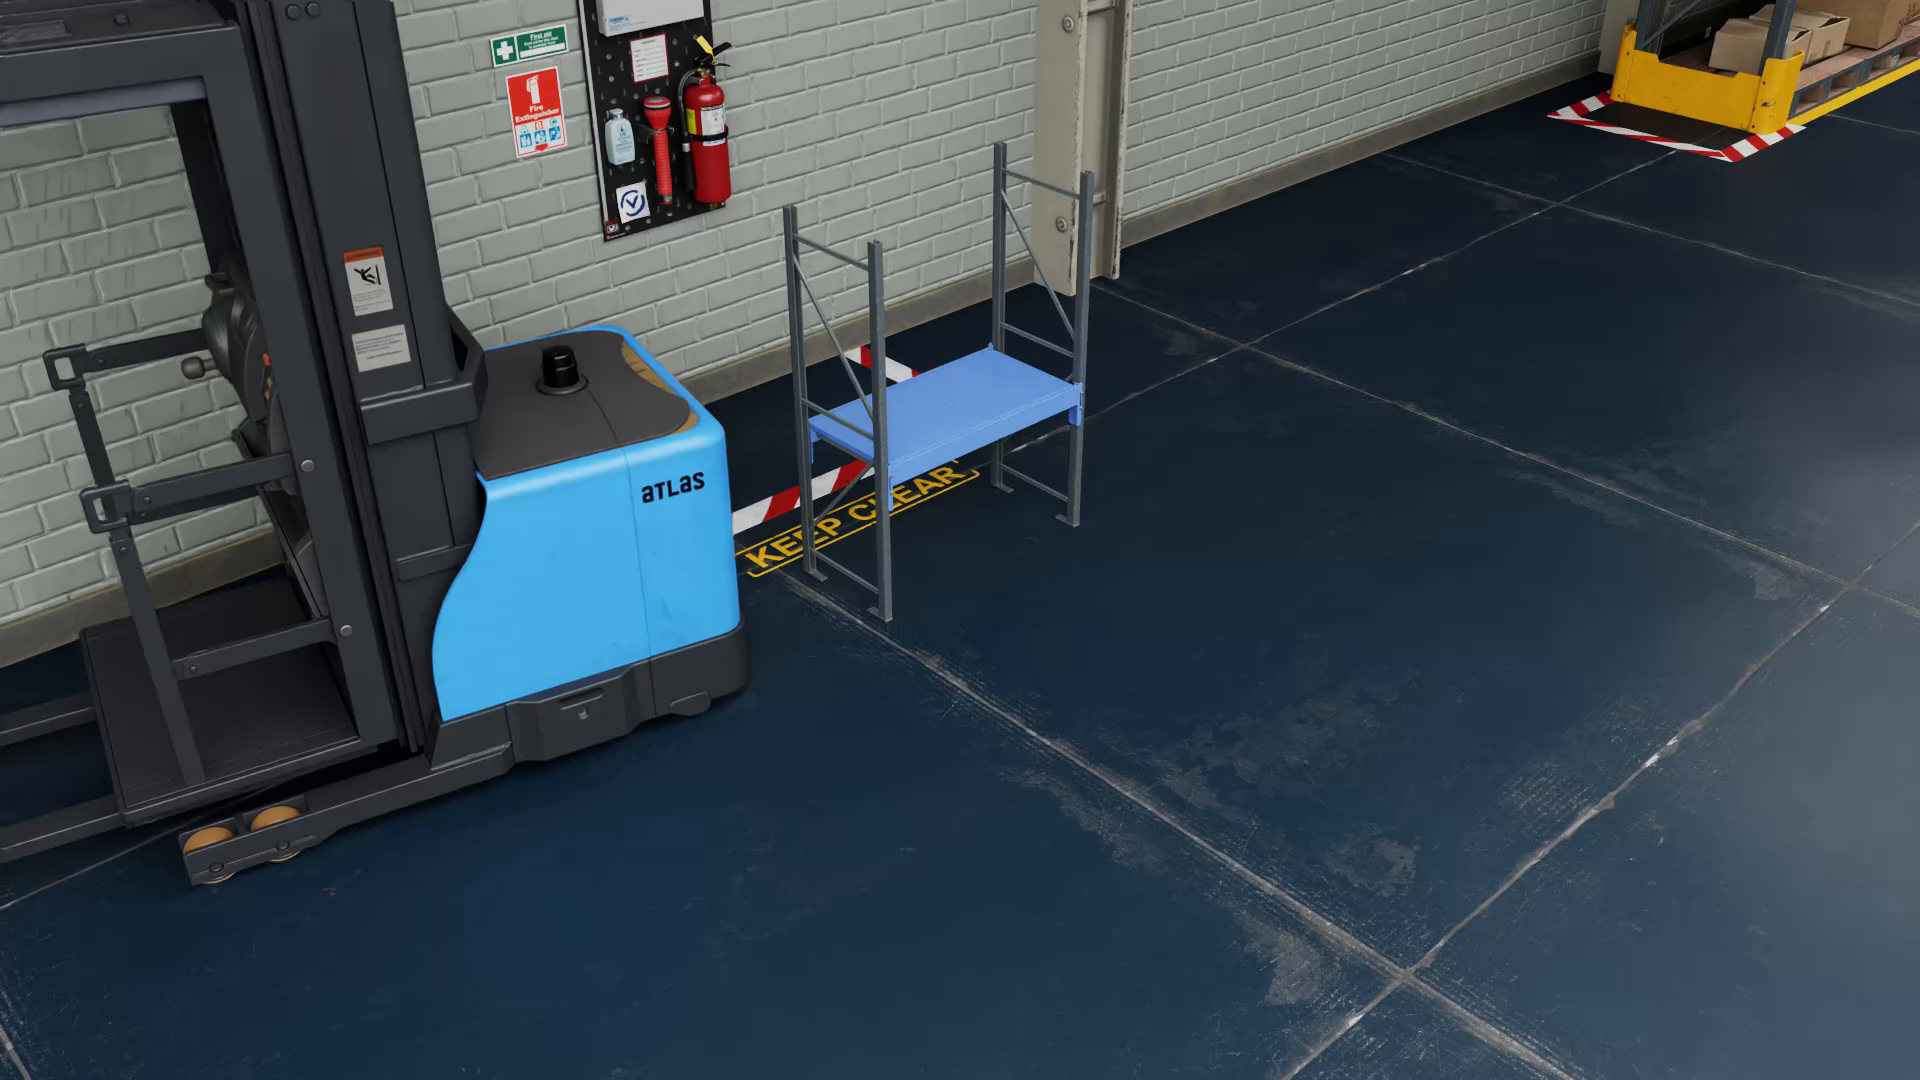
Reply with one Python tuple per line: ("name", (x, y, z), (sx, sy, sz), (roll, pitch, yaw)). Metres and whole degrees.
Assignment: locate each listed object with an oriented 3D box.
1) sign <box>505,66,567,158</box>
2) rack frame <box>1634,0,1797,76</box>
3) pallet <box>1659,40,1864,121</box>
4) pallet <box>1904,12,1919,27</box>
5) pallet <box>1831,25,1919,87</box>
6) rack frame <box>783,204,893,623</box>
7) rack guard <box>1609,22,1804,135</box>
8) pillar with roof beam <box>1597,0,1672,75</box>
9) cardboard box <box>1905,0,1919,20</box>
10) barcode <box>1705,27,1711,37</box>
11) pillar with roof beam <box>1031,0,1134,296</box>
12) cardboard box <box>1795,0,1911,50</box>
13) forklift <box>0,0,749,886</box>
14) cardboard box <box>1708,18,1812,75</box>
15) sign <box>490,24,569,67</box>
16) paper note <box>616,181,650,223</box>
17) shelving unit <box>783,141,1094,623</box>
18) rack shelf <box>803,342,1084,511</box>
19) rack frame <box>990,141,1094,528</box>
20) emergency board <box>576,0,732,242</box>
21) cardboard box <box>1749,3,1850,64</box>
("sign", (-1.687, -1.706, 6.630), (0.234, 0.329, 0.001), (-26, 40, -35))
("rack frame", (5.101, -4.258, 10.839), (0.127, 3.000, 1.000), (-26, 40, -35))
("pallet", (5.777, -3.370, 12.060), (1.213, 0.211, 1.003), (-26, 40, -35))
("pallet", (7.566, -4.236, 13.475), (1.213, 0.211, 1.003), (-26, 40, -35))
("pallet", (6.671, -3.801, 12.764), (1.213, 0.211, 1.003), (-26, 40, -35))
("rack frame", (-0.435, -0.429, 6.014), (0.032, 1.500, 0.500), (-26, 40, -35))
("rack guard", (5.157, -3.219, 11.535), (0.348, 0.500, 1.175), (-26, 40, -35))
("pillar with roof beam", (7.954, -5.750, 7.528), (0.400, 9.000, 9.100), (-26, 40, -35))
("cardboard box", (7.301, -4.415, 13.069), (0.500, 0.500, 0.500), (26, 40, 35))
("barcode", (5.411, -3.673, 12.029), (0.075, 0.075, 0.001), (-26, 40, -35))
("pillar with roof beam", (3.554, -3.622, 4.047), (0.400, 9.000, 9.100), (-26, 40, -35))
("cardboard box", (6.660, -4.034, 12.446), (0.700, 0.500, 0.500), (26, 40, 36))
("forklift", (-2.272, -0.525, 4.799), (3.031, 2.935, 1.130), (-17, 35, -26))
("cardboard box", (5.670, -3.510, 11.771), (0.500, 0.311, 0.500), (24, 39, 34))
("sign", (-1.677, -1.930, 6.489), (0.331, 0.109, 0.001), (-26, 40, -35))
("paper note", (-1.388, -1.435, 7.066), (0.142, 0.148, 0.016), (-26, 40, -35))
("shelving unit", (-0.063, -0.610, 6.309), (1.048, 1.500, 0.538), (-26, 40, -35))
("rack shelf", (-0.063, -0.456, 6.403), (1.000, 0.185, 0.538), (-26, 40, -35))
("rack frame", (0.310, -0.790, 6.604), (0.032, 1.500, 0.500), (-26, 40, -35))
("emergency board", (-1.211, -1.847, 6.896), (0.643, 1.169, 0.194), (-26, 40, -35))
("cardboard box", (6.088, -3.712, 12.101), (0.500, 0.311, 0.500), (-22, 38, -32))
